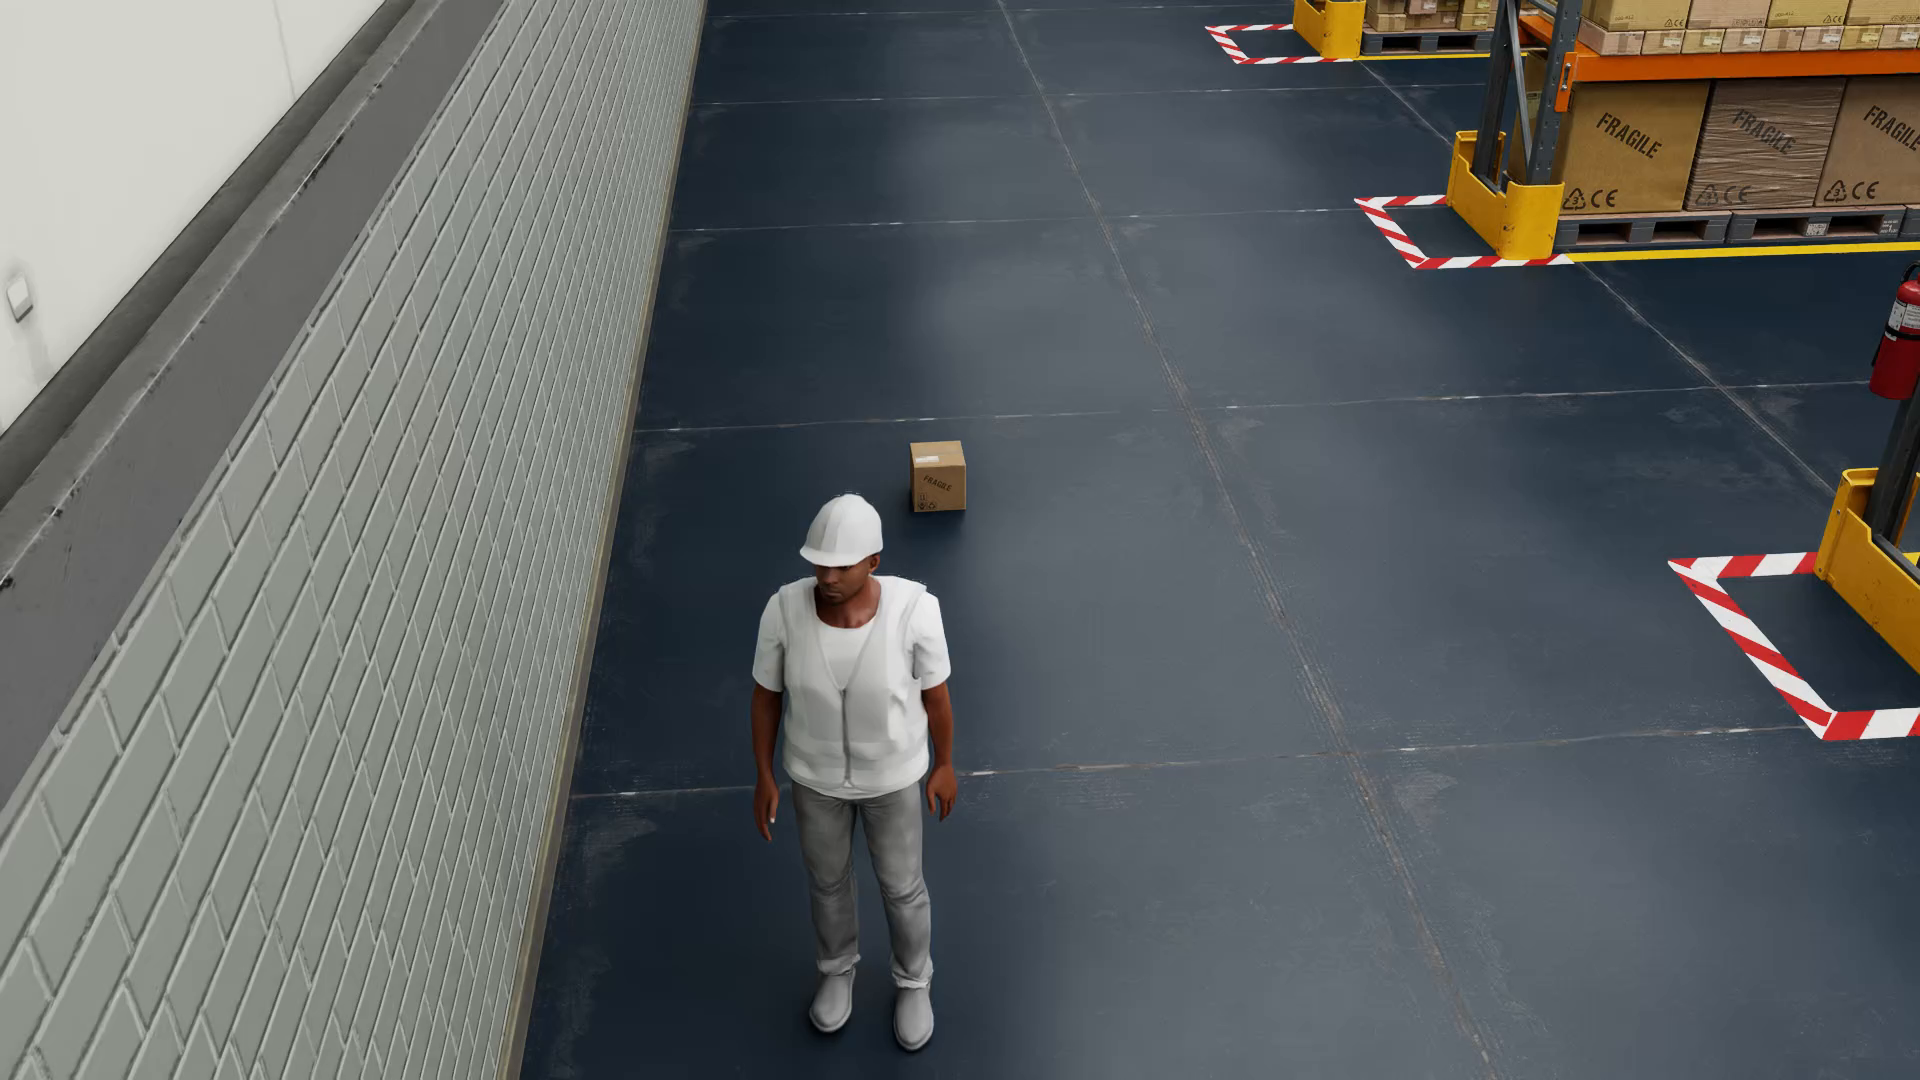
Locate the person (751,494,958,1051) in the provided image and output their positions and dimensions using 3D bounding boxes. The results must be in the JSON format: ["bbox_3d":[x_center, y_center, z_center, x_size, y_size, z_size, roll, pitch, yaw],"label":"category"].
[{"bbox_3d":[-0.312,0.703,4.896,0.603,1.786,0.445,2,31,4],"label":"person"}]
